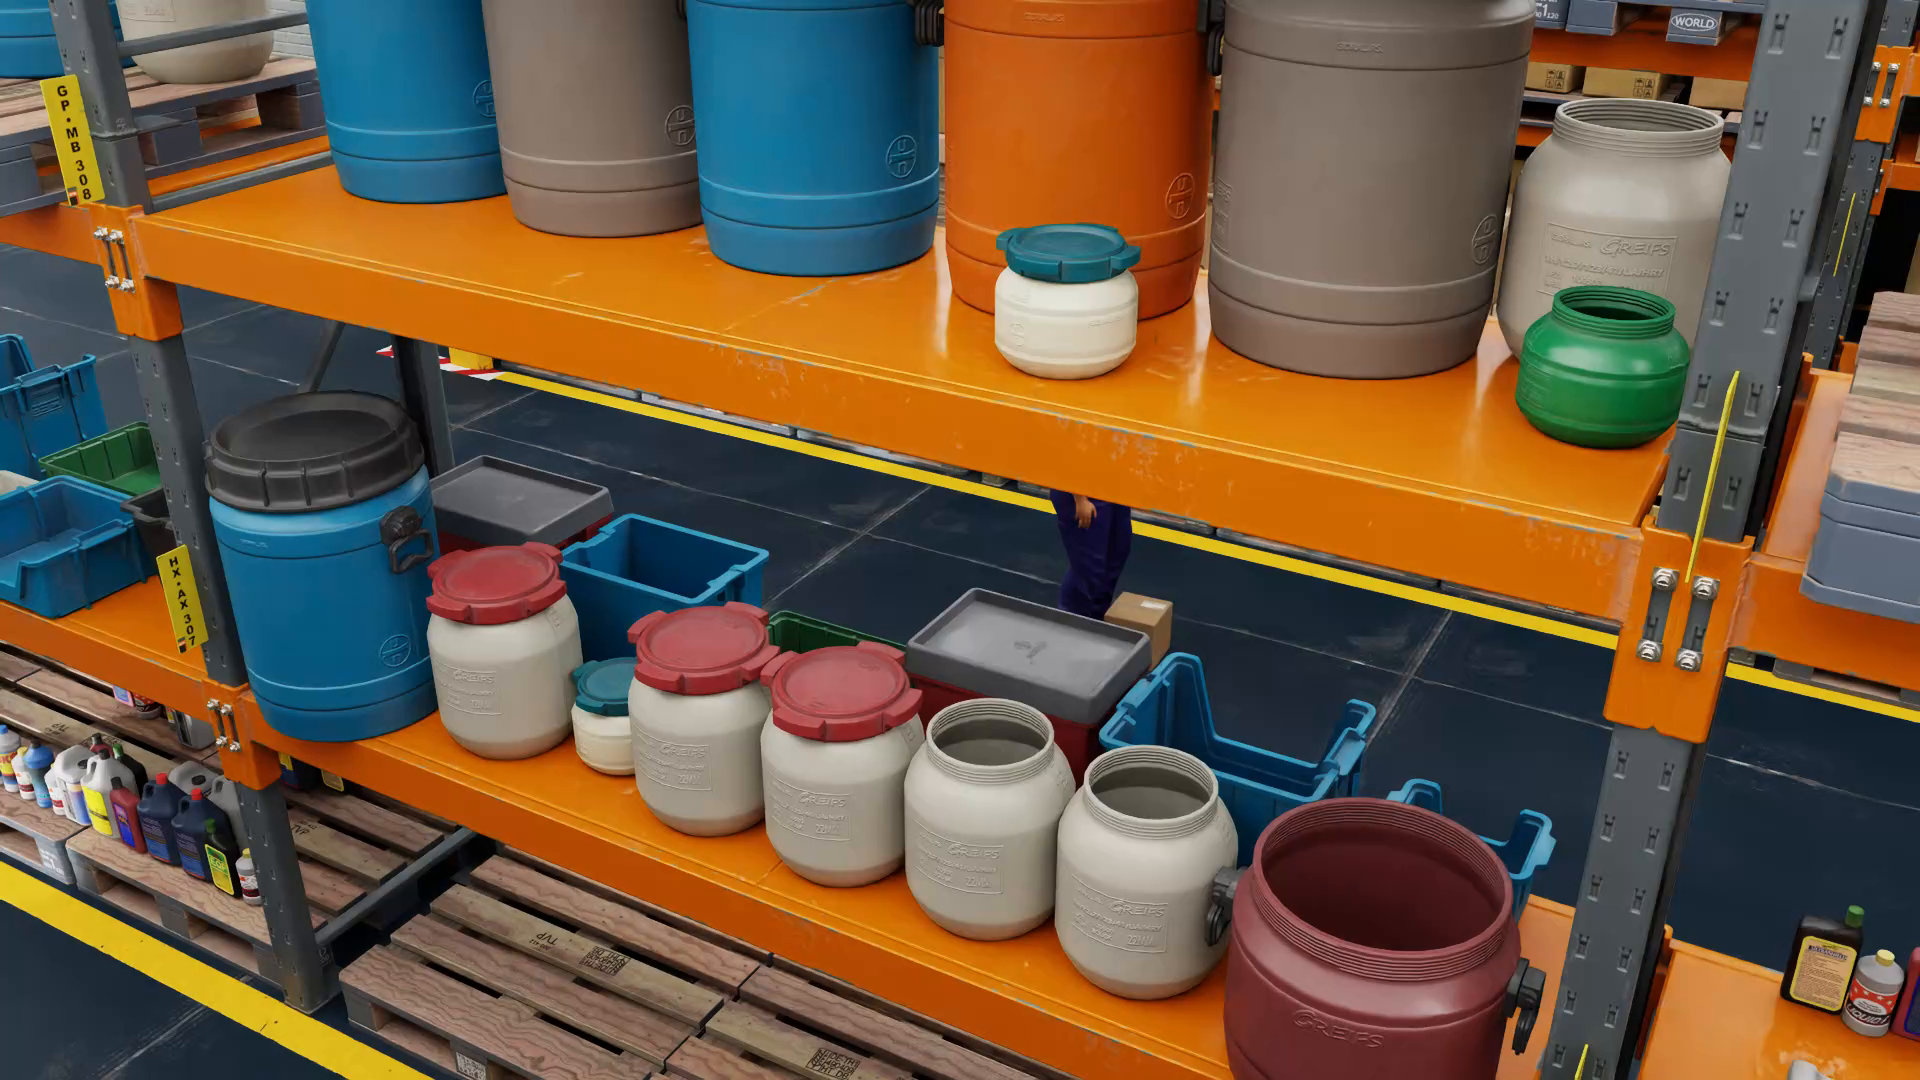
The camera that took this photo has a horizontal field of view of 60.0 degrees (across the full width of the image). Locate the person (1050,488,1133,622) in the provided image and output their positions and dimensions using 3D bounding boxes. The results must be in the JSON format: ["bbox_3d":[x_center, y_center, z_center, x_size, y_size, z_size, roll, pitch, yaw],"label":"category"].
[{"bbox_3d":[0.622,-0.245,7.612,0.367,1.650,0.549,13,29,24],"label":"person"}]
